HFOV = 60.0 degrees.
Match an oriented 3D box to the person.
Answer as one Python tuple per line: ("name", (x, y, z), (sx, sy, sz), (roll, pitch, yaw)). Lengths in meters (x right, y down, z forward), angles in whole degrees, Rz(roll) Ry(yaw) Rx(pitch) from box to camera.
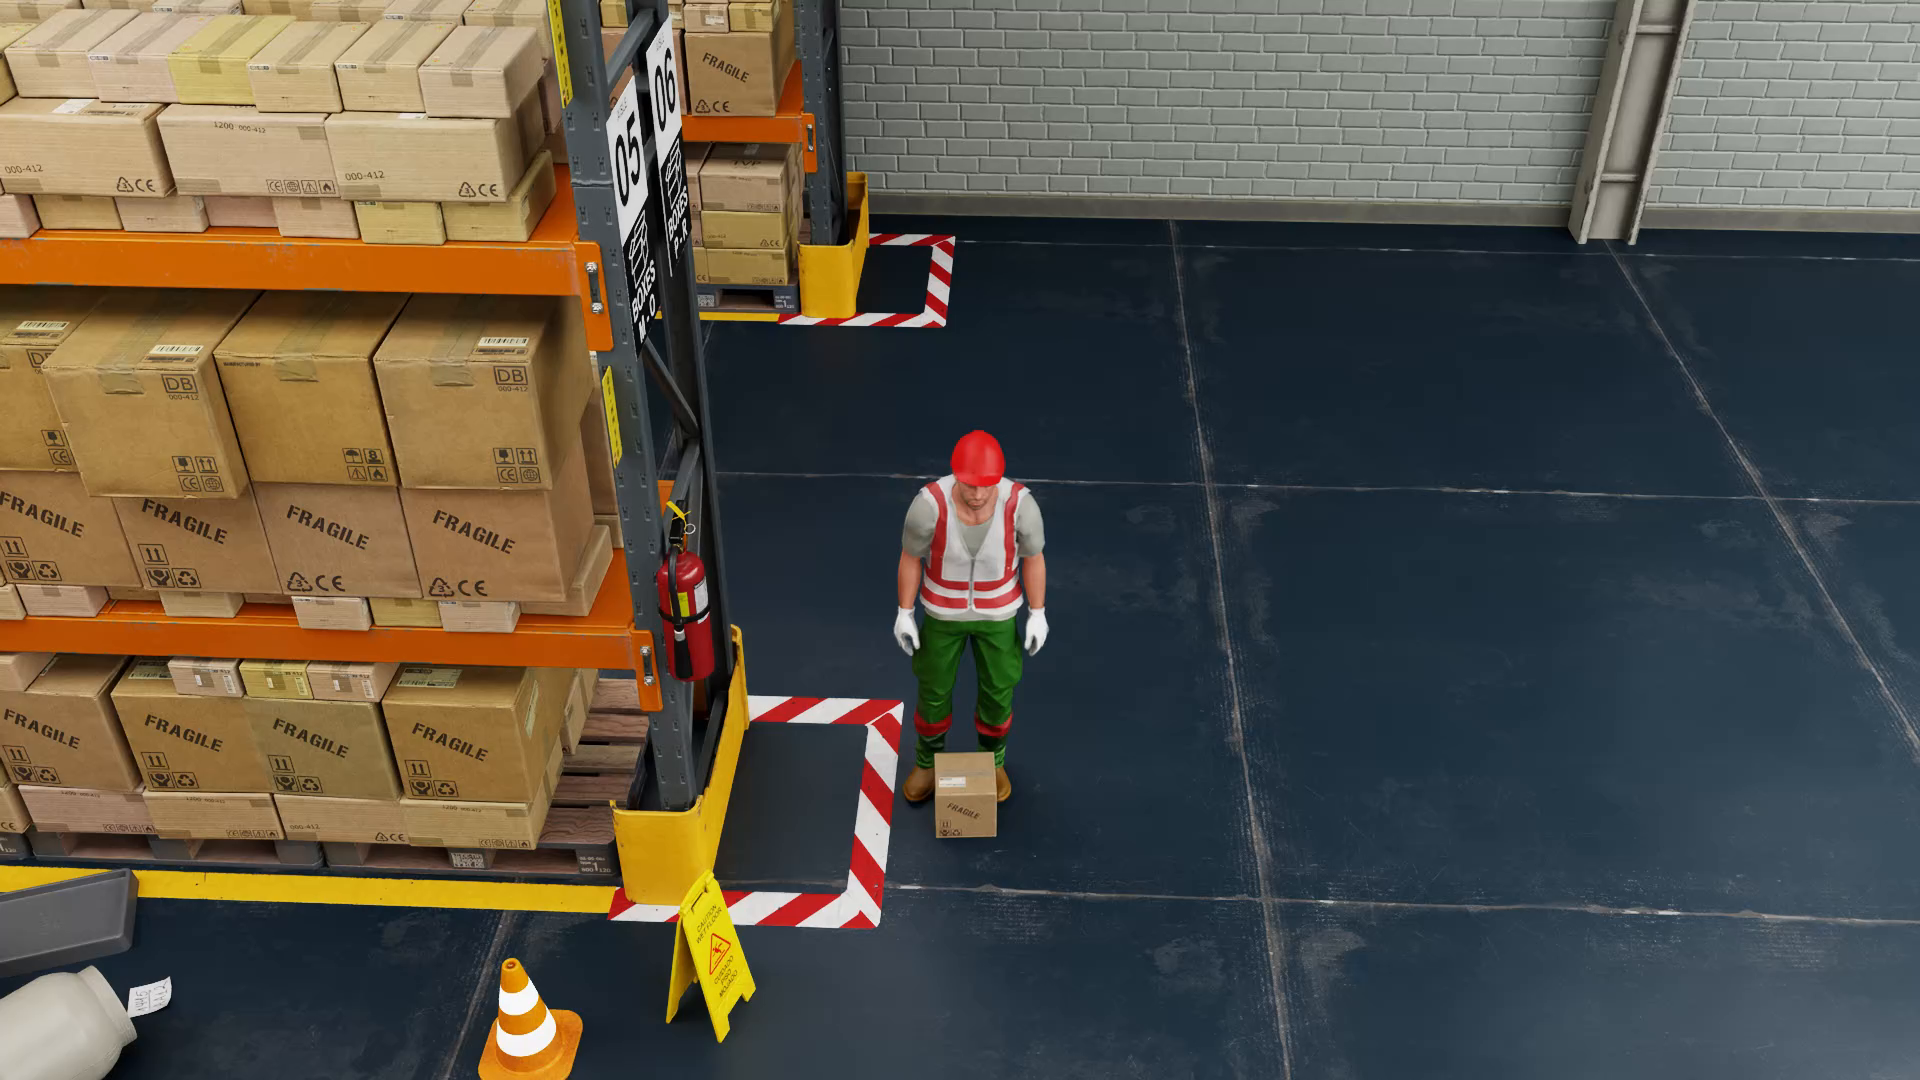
("person", (0.046, 0.308, 6.669), (0.623, 1.780, 0.446), (0, 35, 0))
